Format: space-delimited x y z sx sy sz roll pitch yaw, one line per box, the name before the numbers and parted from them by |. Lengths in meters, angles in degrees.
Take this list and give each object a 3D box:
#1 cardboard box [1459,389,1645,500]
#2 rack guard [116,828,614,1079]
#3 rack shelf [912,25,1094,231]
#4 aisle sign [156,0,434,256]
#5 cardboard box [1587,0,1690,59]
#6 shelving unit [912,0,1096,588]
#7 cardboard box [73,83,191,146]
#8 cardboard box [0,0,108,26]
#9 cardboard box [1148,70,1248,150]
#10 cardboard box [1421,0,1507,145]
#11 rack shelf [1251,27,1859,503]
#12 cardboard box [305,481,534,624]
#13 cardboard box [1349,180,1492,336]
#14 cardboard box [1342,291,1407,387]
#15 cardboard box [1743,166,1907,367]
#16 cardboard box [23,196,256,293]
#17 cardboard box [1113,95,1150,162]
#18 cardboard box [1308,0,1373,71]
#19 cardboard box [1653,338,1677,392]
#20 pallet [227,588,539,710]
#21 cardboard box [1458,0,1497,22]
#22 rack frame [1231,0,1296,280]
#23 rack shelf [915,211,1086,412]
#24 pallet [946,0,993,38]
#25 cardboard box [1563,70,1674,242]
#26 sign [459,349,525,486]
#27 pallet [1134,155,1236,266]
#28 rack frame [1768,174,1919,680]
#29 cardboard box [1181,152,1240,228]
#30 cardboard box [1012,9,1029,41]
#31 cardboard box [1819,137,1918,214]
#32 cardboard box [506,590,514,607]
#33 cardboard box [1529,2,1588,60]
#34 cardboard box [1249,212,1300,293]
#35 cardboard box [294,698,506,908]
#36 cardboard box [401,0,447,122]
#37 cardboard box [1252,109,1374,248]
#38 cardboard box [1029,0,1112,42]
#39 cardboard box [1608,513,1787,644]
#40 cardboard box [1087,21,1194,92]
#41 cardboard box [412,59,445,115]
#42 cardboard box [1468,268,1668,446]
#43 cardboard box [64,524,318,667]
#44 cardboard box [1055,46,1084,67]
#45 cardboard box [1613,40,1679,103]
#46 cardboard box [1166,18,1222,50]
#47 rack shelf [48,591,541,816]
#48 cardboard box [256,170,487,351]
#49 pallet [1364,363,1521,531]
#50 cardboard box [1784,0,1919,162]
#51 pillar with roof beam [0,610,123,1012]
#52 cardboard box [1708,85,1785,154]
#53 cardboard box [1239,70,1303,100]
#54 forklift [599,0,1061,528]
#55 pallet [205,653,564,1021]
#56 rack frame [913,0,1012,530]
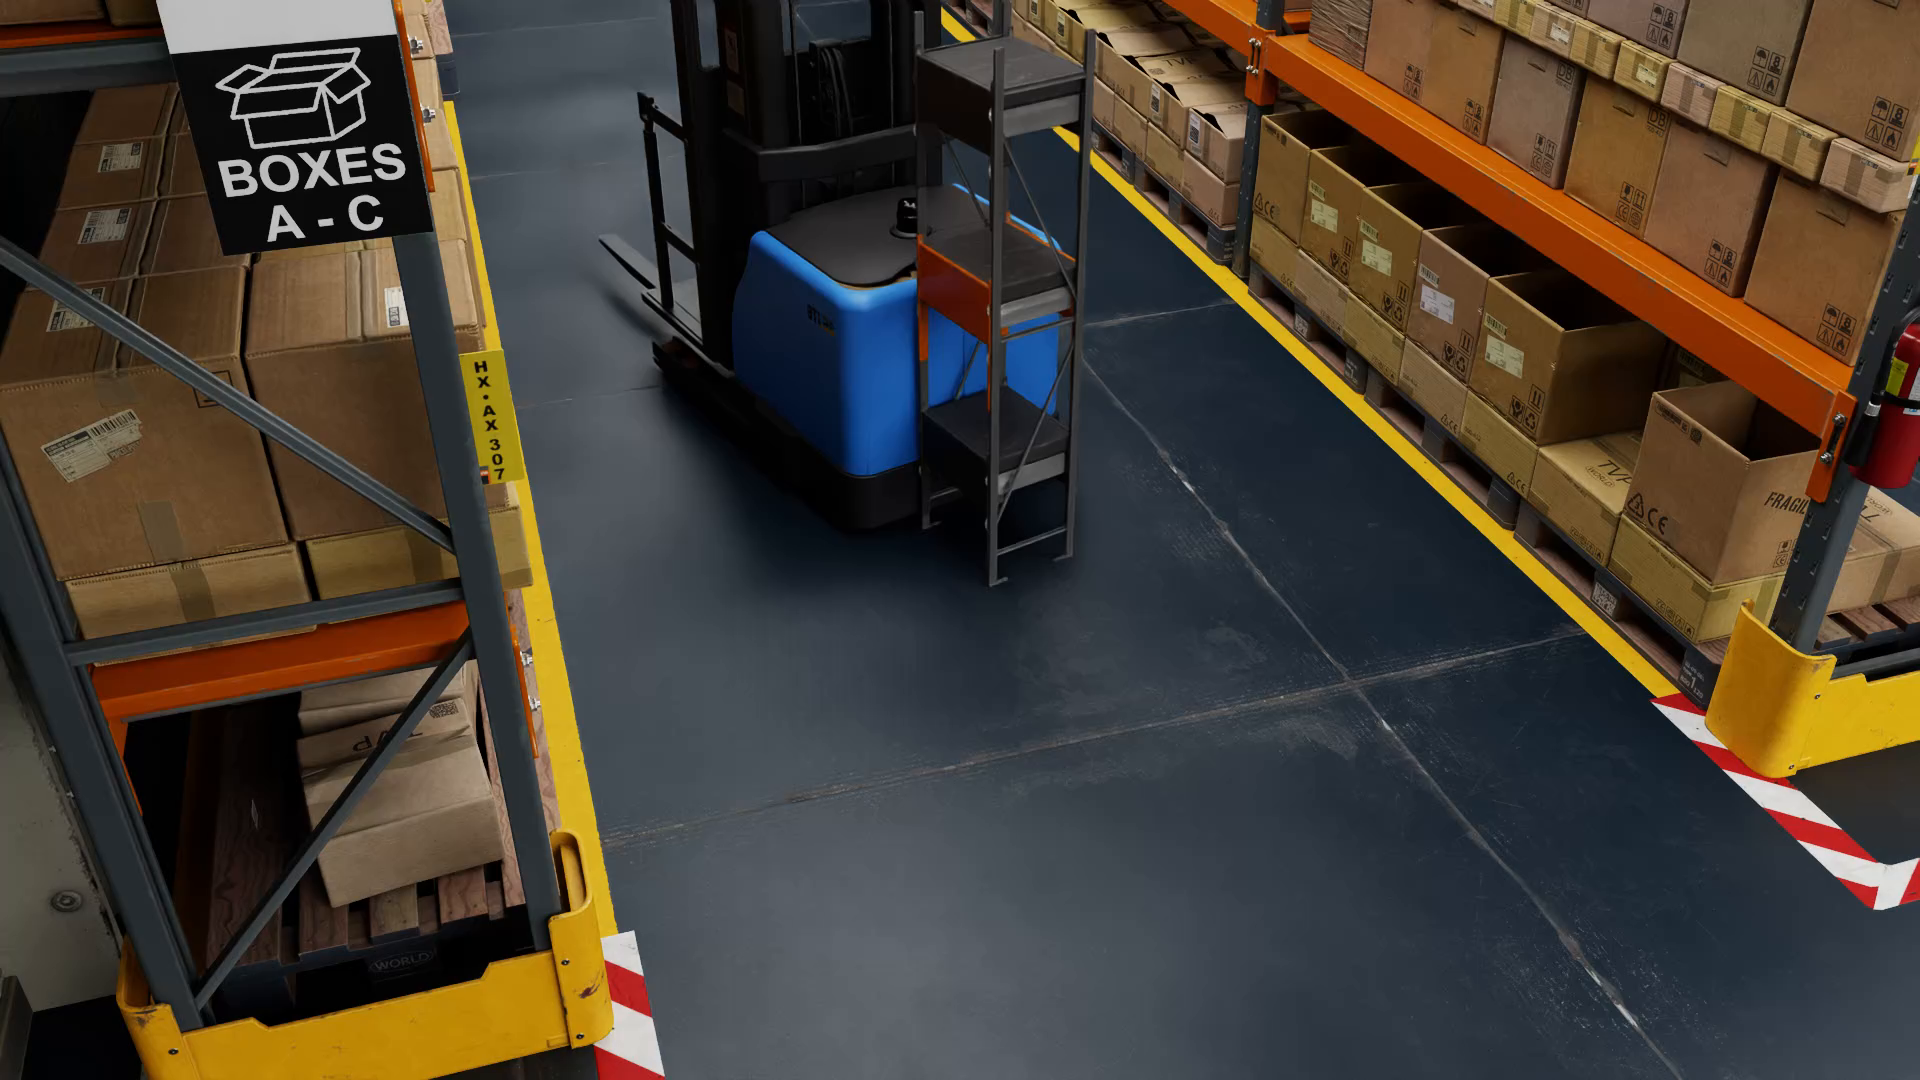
cardboard box | 2.408 -0.431 6.795 0.500 0.250 0.500 -10 35 -15
rack guard | -1.568 1.190 4.496 1.175 0.500 0.348 -10 35 -15
rack shelf | 0.145 -1.438 5.777 0.431 0.518 0.480 -20 38 -27
aisle sign | -1.237 -0.911 3.049 0.394 0.787 0.004 -10 35 -15
cardboard box | 2.705 -2.046 5.858 0.700 0.500 0.500 -10 35 -15
shelving unit | 0.145 -0.866 6.156 0.431 2.100 0.503 -20 38 -27
cardboard box | -2.351 -1.085 5.109 0.500 0.500 0.500 -10 35 -14
cardboard box | -1.913 -1.291 3.154 0.500 0.500 0.500 -8 34 -11
cardboard box | 1.390 -2.447 9.337 0.500 0.311 0.500 -9 35 -13
cardboard box | 2.409 -2.018 6.993 0.700 0.500 0.500 -10 35 -14
rack shelf | 2.561 -1.398 6.798 1.077 0.370 4.000 -10 35 -15
cardboard box | -1.391 -0.069 4.251 0.500 0.250 0.500 -11 35 -16
cardboard box | 2.100 -1.268 7.382 0.500 0.500 0.500 -10 35 -15
cardboard box | 2.099 -0.955 7.588 0.500 0.250 0.500 -10 35 -15
cardboard box | 3.041 -0.937 5.357 0.700 0.500 0.500 -10 35 -15
cardboard box | -2.035 -0.550 4.299 0.500 0.500 0.500 -10 35 -14
cardboard box | 1.240 -2.480 9.895 0.500 0.250 0.500 -9 35 -14
cardboard box | 2.093 -2.558 7.810 0.700 0.500 0.500 -11 35 -16
cardboard box | 2.901 -0.831 6.720 0.500 0.500 0.500 -10 35 -15
pallet | -2.151 0.238 6.198 1.003 0.211 1.213 -10 35 -15
cardboard box | 2.246 -2.211 6.697 0.380 0.149 0.250 -11 35 -16
rack frame | 1.951 -2.749 8.189 1.000 3.000 0.127 -10 35 -15
rack shelf | 0.145 -0.854 6.163 0.431 0.518 0.480 -20 38 -27
pallet | 0.540 -4.084 12.738 1.003 0.211 1.213 -10 35 -15
cardboard box | 2.731 -1.474 6.169 0.700 0.500 0.500 -10 35 -14
sign | -1.028 -0.266 3.646 0.100 0.325 0.005 -10 35 -15
pallet | 1.690 -1.965 9.533 1.003 0.211 1.213 -10 35 -15
rack frame | 3.172 -0.648 5.010 1.000 3.000 0.127 -10 35 -15
cardboard box | 1.549 -1.946 9.087 0.500 0.250 0.500 -10 35 -15
cardboard box | 0.611 -3.552 11.518 0.500 0.250 0.500 -10 35 -15
cardboard box | 2.874 -1.129 5.059 0.380 0.149 0.250 -11 35 -16
cardboard box | -2.020 -0.025 5.936 0.700 0.500 0.500 -12 35 -18
cardboard box | 2.398 -1.943 6.291 0.380 0.149 0.250 -10 35 -15
cardboard box | 1.804 -1.482 8.385 0.500 0.250 0.500 -10 35 -15
cardboard box | -1.670 0.746 4.939 0.500 0.311 0.500 -14 36 -20
cardboard box | -2.169 -1.715 6.062 0.500 0.500 0.500 -10 35 -15
cardboard box | 1.795 -1.793 8.176 0.500 0.500 0.500 -10 35 -15
cardboard box | 0.780 -3.512 10.948 0.500 0.311 0.500 -11 35 -16
cardboard box | 2.727 0.092 6.004 0.500 0.250 0.500 -10 35 -15
cardboard box | 1.090 -2.974 10.134 0.500 0.311 0.500 -10 35 -15
cardboard box | -1.866 -1.176 5.246 0.500 0.500 0.500 -9 34 -13
cardboard box | 2.406 -0.743 6.587 0.500 0.500 0.500 -10 35 -15
cardboard box | -1.872 0.028 4.105 0.500 0.250 0.500 -10 35 -14
cardboard box | 0.930 -3.017 10.708 0.500 0.250 0.500 -11 35 -16
cardboard box | 2.559 -1.671 5.879 0.380 0.149 0.250 -9 34 -13
cardboard box | 1.592 -3.076 10.289 0.500 0.311 0.500 -9 35 -13
rack shelf | -2.155 -0.563 5.534 1.077 0.370 4.000 -10 35 -15
cardboard box | -1.546 -0.634 4.427 0.500 0.500 0.500 -10 35 -15
pallet | 2.530 -0.519 7.344 1.003 0.211 1.213 -10 35 -15
cardboard box | 3.025 -1.506 5.041 0.700 0.500 0.500 -10 35 -15
pillar with roof beam | 1.518 -3.262 3.525 9.100 9.000 0.400 -10 35 -15
cardboard box | 2.714 -1.401 5.470 0.380 0.149 0.250 -11 35 -15
cardboard box | 1.915 -2.533 9.467 0.500 0.311 0.500 -10 35 -15
forklift | -0.803 -2.044 7.184 1.130 2.935 3.031 -20 38 -27
pallet | -1.782 0.878 5.230 1.003 0.211 1.213 -10 35 -15
rack frame | 0.012 -0.978 6.326 0.400 2.100 0.015 -20 38 -27
